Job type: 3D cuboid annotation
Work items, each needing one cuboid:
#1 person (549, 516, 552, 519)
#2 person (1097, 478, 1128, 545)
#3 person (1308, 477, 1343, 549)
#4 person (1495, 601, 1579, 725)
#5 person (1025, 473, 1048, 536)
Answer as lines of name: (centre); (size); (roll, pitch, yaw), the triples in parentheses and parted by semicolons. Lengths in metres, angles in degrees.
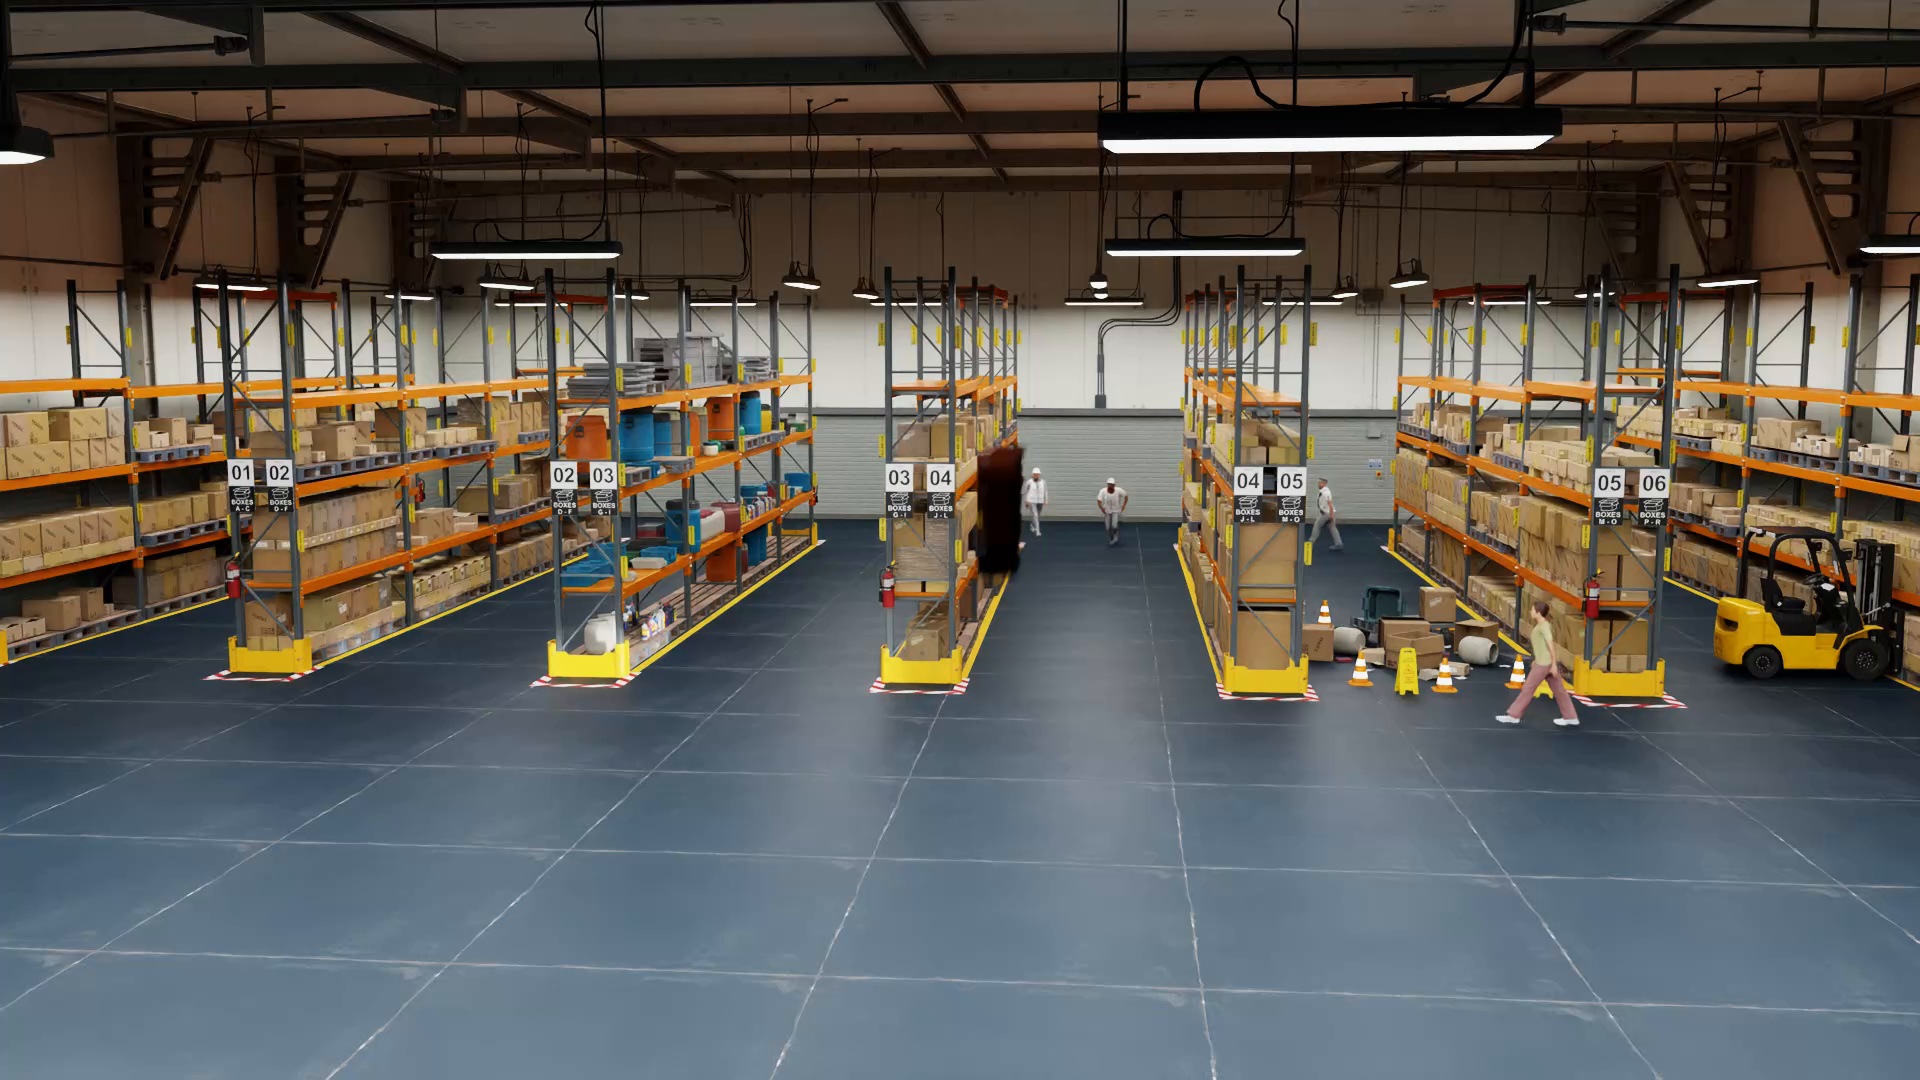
person: (-11.061, -1.349, 45.095); (0.437, 1.586, 0.507); (1, 7, 8)
person: (3.675, -0.687, 40.086); (0.734, 1.660, 0.721); (2, 7, 14)
person: (8.596, -0.651, 39.376); (0.995, 1.700, 0.527); (4, 8, 29)
person: (7.484, 1.580, 21.467); (1.025, 1.597, 0.488); (3, 7, 20)
person: (1.933, -0.949, 42.091); (0.546, 1.663, 1.107); (-3, 7, -21)
